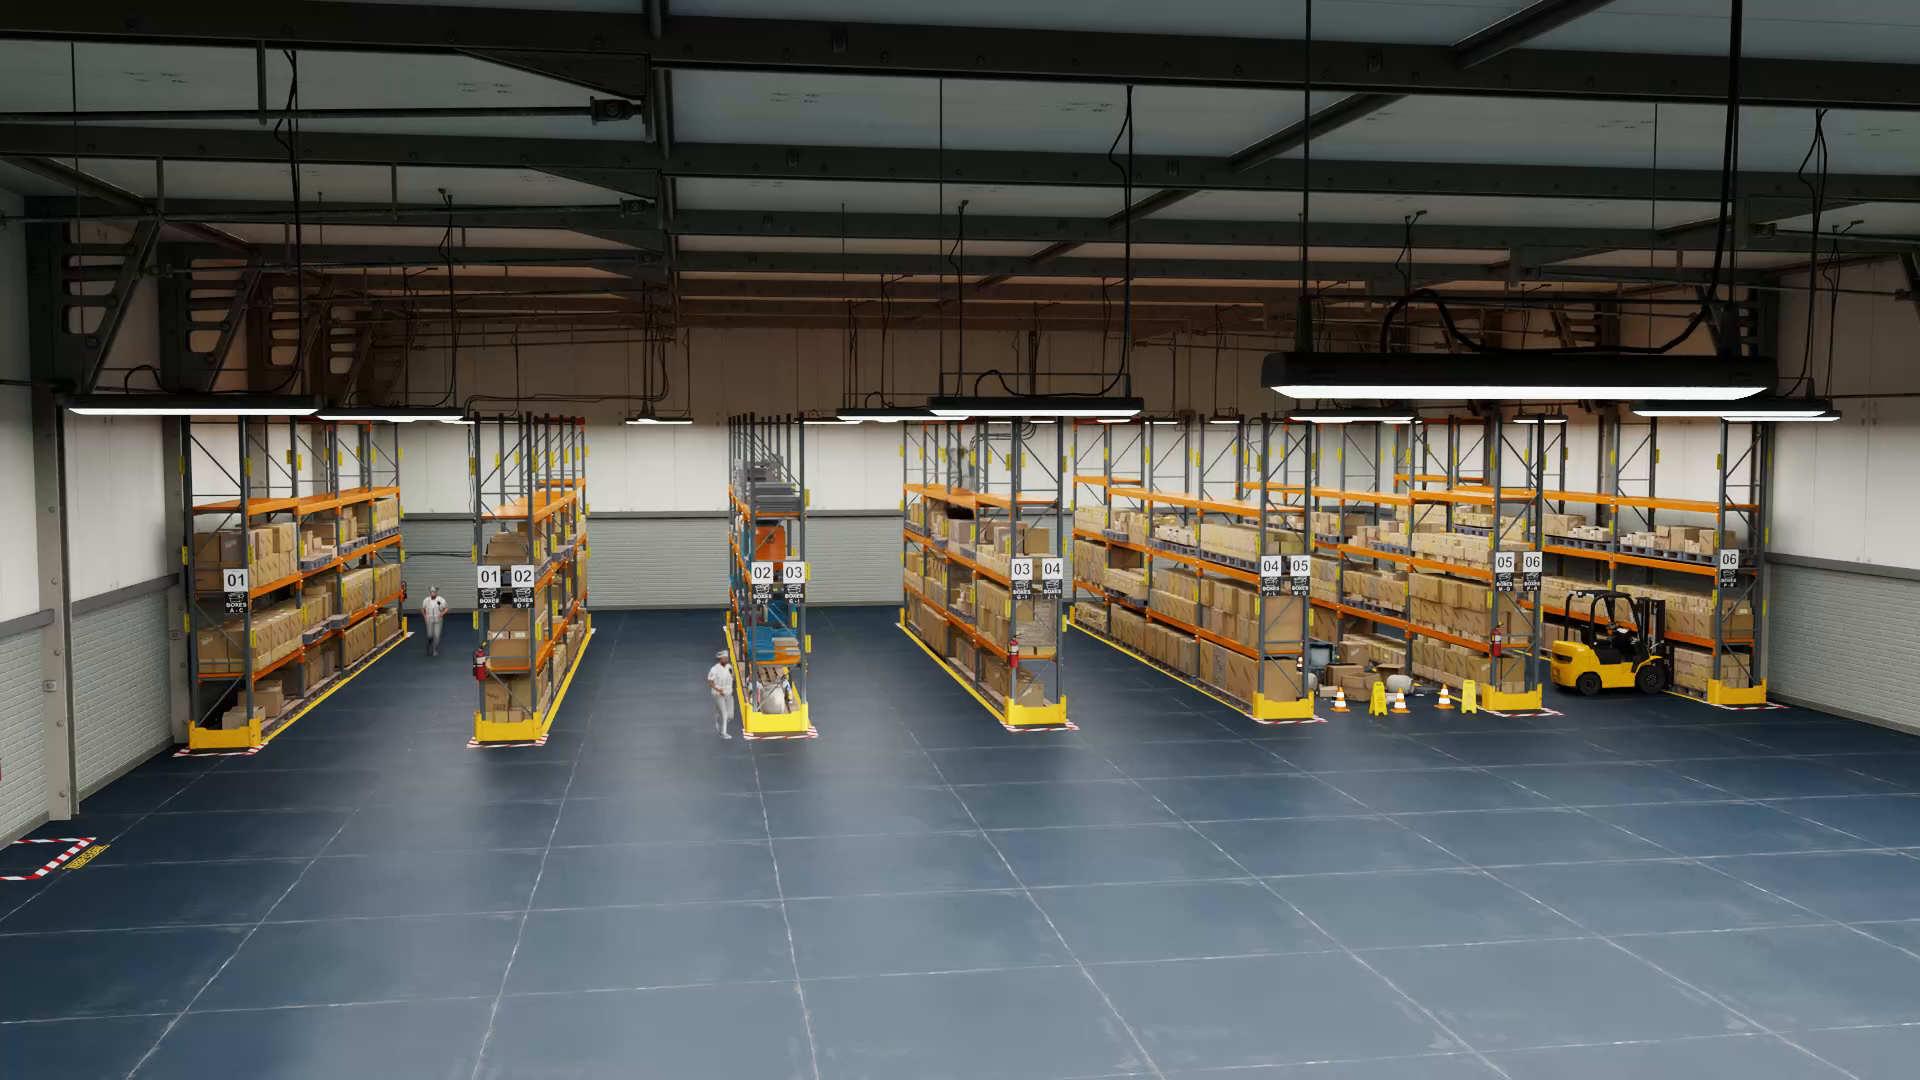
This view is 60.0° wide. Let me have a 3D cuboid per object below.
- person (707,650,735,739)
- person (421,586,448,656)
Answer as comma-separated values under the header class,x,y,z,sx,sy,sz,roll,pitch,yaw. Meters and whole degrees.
class,x,y,z,sx,sy,sz,roll,pitch,yaw
person,-4.375,2.822,30.551,0.561,1.636,0.567,-3,5,-38
person,-13.157,2.023,41.656,0.649,1.755,0.629,-1,4,-15
